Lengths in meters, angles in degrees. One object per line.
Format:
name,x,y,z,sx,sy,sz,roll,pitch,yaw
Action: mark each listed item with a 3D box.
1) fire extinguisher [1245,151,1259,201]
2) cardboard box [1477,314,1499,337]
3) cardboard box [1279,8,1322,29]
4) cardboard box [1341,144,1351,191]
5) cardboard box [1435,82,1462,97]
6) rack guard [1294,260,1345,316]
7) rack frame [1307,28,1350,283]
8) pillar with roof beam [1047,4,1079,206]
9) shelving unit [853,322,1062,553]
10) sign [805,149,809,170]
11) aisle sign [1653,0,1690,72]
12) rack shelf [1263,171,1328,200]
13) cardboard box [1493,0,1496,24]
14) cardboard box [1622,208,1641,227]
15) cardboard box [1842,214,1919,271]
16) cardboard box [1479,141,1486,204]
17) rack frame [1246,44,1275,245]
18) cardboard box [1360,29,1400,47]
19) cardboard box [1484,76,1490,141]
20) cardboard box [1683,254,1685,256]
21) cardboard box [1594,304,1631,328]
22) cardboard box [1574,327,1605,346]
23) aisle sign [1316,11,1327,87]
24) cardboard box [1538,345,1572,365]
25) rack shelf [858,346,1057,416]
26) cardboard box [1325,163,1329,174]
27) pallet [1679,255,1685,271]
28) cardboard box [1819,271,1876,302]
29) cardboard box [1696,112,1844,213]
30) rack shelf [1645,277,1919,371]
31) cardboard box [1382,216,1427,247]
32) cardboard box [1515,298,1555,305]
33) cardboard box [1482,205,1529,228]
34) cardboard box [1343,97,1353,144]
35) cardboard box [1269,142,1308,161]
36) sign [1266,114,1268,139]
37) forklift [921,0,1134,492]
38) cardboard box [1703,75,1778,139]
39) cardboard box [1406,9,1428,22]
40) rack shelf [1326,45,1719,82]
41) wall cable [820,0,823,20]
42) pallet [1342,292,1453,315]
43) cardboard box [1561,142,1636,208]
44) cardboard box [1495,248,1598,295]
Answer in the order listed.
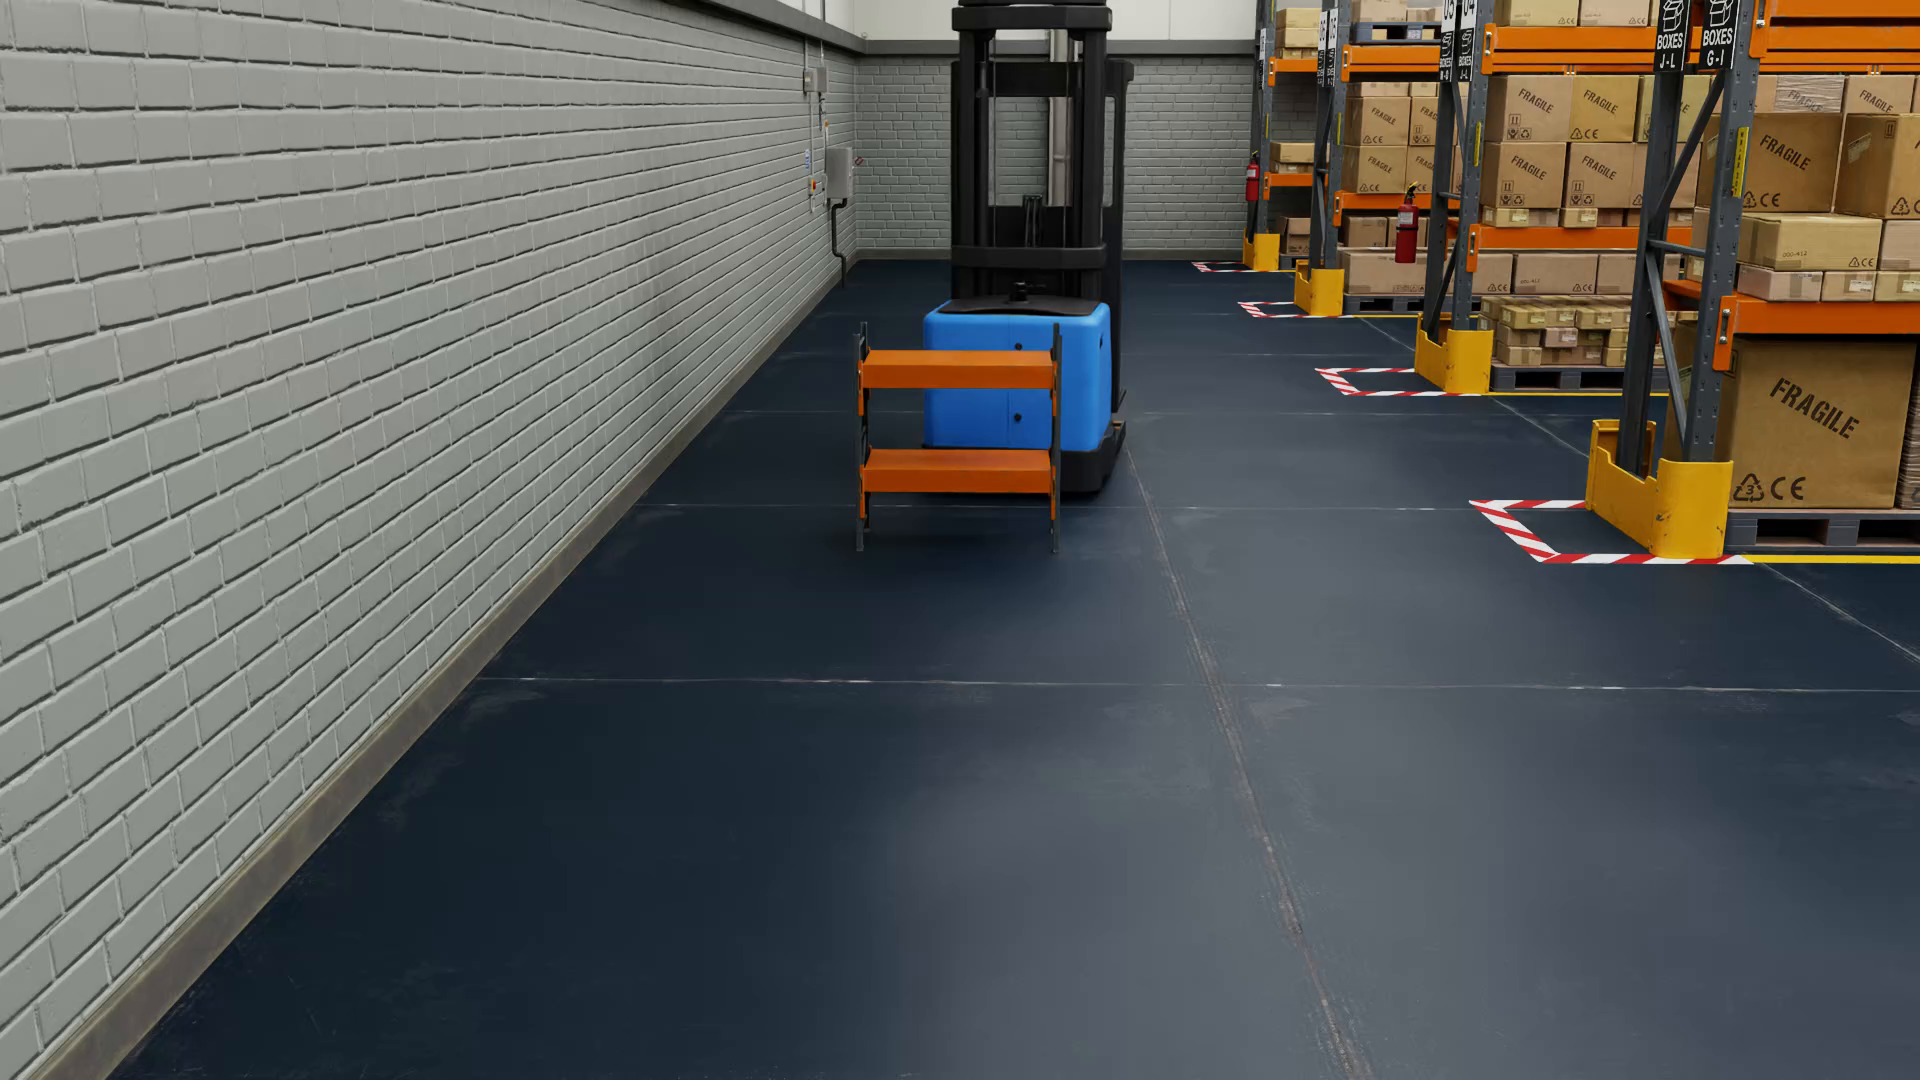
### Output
fire extinguisher,3.987,-4.961,22.644,0.183,0.674,0.296,0,15,1
cardboard box,4.532,-1.804,13.980,0.250,0.149,0.380,0,15,0
cardboard box,4.583,-6.992,22.311,0.500,0.250,0.500,0,15,1
cardboard box,4.512,-4.142,18.463,0.500,0.500,0.500,0,15,2
cardboard box,5.155,-4.790,17.689,0.250,0.149,0.380,0,15,0
rack guard,3.999,-2.821,18.552,0.348,0.500,1.175,0,15,1
rack frame,4.023,-4.029,18.232,0.127,3.000,1.000,0,15,1
pillar with roof beam,1.363,-7.345,19.041,0.400,9.000,9.100,0,15,1
shelving unit,-0.007,-0.544,8.697,1.048,1.125,0.538,0,15,1
sign,-1.677,-4.179,18.269,0.001,0.218,0.327,0,15,1
aisle sign,3.705,-2.836,8.613,0.004,0.787,0.394,0,15,1
rack shelf,6.145,-4.934,23.072,4.000,0.370,1.077,0,15,1
cardboard box,4.459,-4.209,13.326,0.500,0.250,0.500,0,15,0
cardboard box,5.369,-2.578,13.223,0.250,0.149,0.380,0,15,1
cardboard box,4.762,-1.500,8.355,0.500,0.250,0.500,0,15,1
cardboard box,4.453,-3.021,13.632,0.500,0.500,0.500,1,15,3
rack frame,4.146,-5.295,23.030,0.127,3.000,1.000,0,15,1
cardboard box,5.602,-6.740,22.336,0.500,0.250,0.500,0,15,0
cardboard box,4.461,-3.502,13.496,0.500,0.500,0.500,0,15,0
cardboard box,10.172,-4.193,22.928,0.500,0.500,0.500,0,15,-1
cardboard box,5.290,-1.803,13.391,0.250,0.149,0.380,0,15,-1
cardboard box,5.034,-1.671,13.474,0.250,0.149,0.380,1,15,2
aisle sign,3.959,-5.366,18.202,0.004,0.787,0.394,0,15,1
cardboard box,4.777,-1.525,13.505,0.250,0.149,0.380,0,15,1
rack shelf,-0.007,-0.827,8.622,1.000,0.278,0.538,0,15,1
cardboard box,4.986,-5.119,22.854,0.250,0.149,0.380,0,15,1
pallet,10.181,-3.918,23.276,1.213,0.211,1.003,0,15,1
cardboard box,4.373,-1.293,8.353,0.250,0.149,0.380,0,15,1
cardboard box,4.263,-2.000,8.781,0.500,0.500,0.500,1,15,2
rack shelf,5.769,-1.141,8.696,4.000,0.370,1.077,0,15,1
cardboard box,6.134,-4.217,23.020,0.500,0.500,0.500,1,15,2
cardboard box,4.783,-1.923,13.849,0.250,0.149,0.380,1,15,3
cardboard box,4.313,-2.559,13.152,0.250,0.149,0.380,0,15,1
cardboard box,4.511,-4.619,18.310,0.500,0.500,0.500,1,15,3
cardboard box,4.612,-5.431,23.256,0.500,0.250,0.500,1,15,3
sign,4.132,-5.575,22.395,0.005,0.325,0.100,0,15,1
forklift,0.526,-2.023,10.761,1.130,2.935,3.031,2,15,9
cardboard box,5.973,-3.358,12.949,0.500,0.500,0.500,0,15,0
cardboard box,4.896,-5.647,17.958,0.250,0.149,0.380,-1,15,-3
rack shelf,6.022,-5.119,17.892,4.000,0.370,1.077,0,15,1
wall cable,-1.649,-7.087,18.062,0.029,3.000,2.355,0,15,1
pallet,4.824,-2.696,18.644,1.213,0.211,1.003,0,15,1
cardboard box,4.975,-2.888,13.128,0.500,0.500,0.500,0,15,2
cardboard box,6.502,-3.005,18.547,0.875,0.438,0.875,0,15,0
